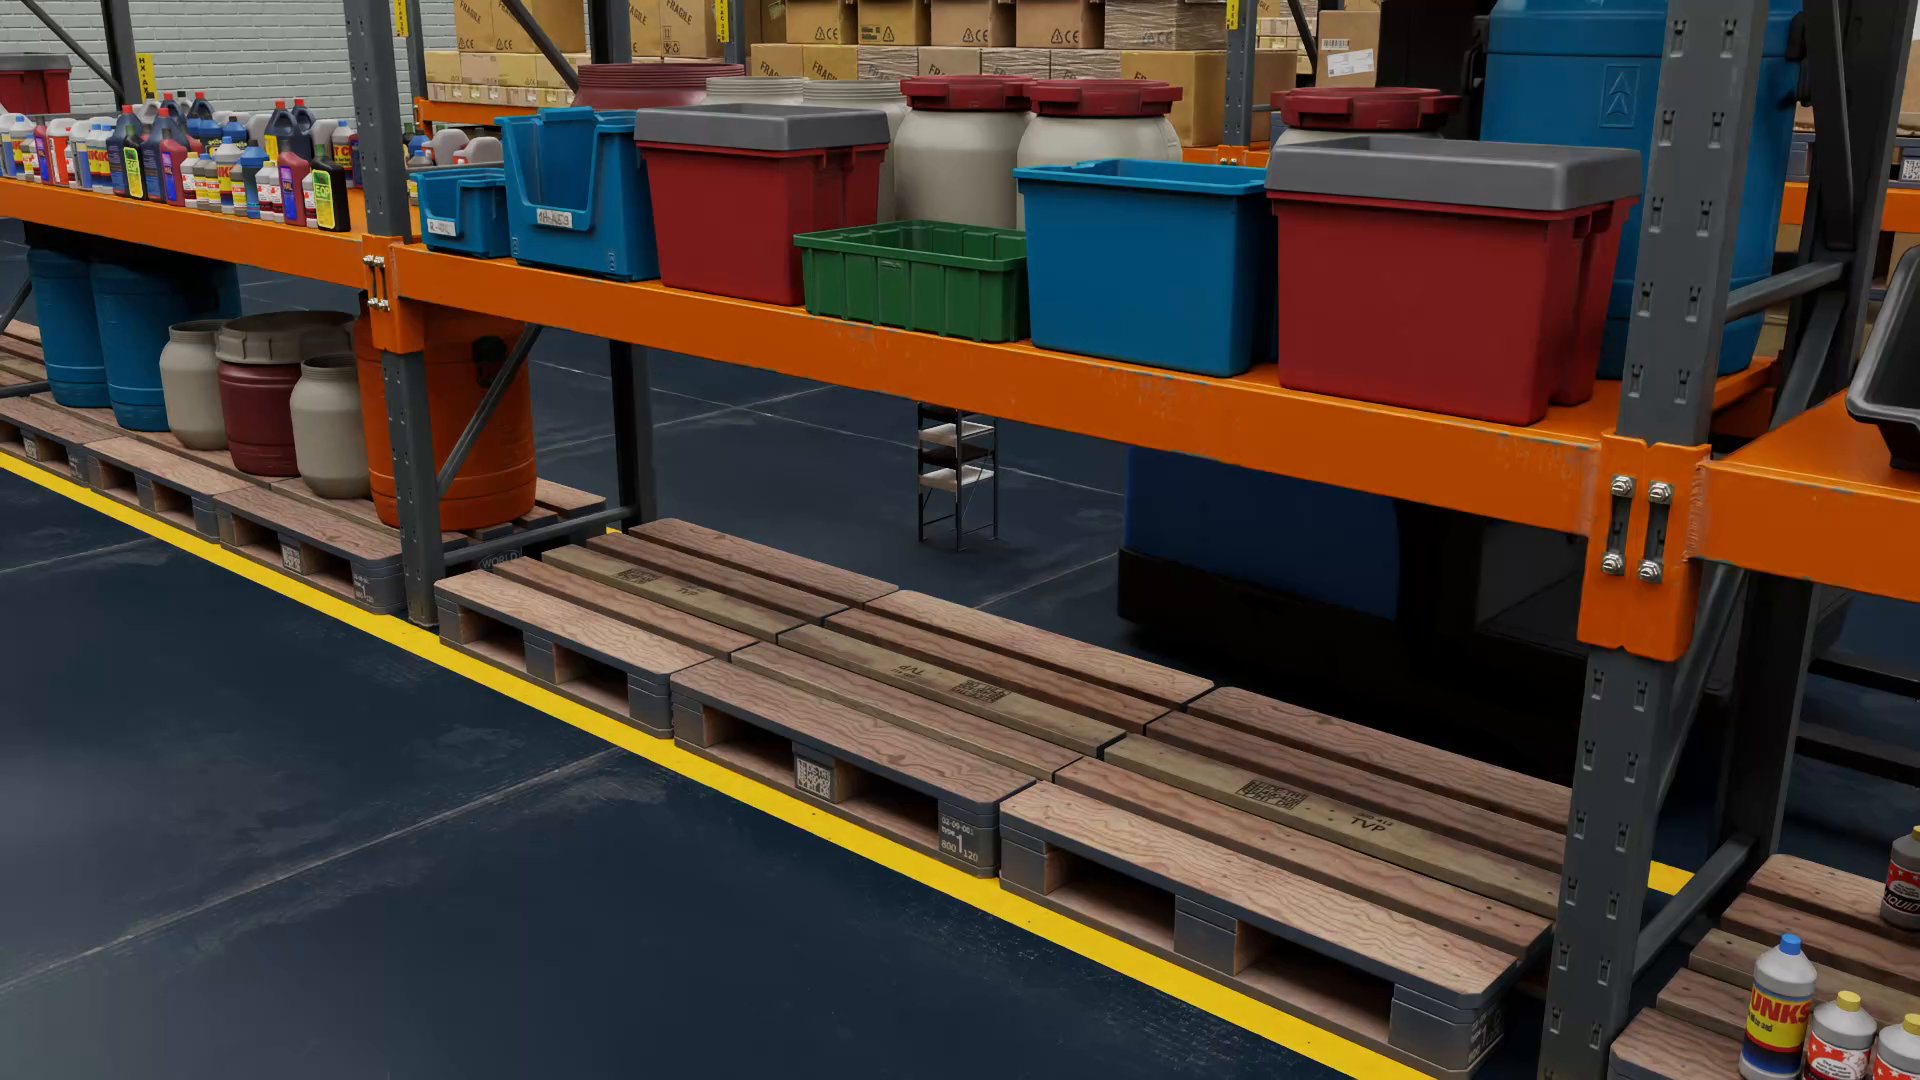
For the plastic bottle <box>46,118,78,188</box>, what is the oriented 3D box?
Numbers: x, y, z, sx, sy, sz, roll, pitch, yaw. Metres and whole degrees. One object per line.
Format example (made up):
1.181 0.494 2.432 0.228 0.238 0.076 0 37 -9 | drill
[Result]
-3.724 -1.626 6.981 0.135 0.276 0.152 15 23 39 | plastic bottle

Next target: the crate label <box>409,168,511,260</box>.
-1.452 -0.998 5.073 0.416 0.233 0.303 15 23 39 | crate label

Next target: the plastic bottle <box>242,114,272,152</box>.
-3.076 -1.737 7.330 0.135 0.276 0.152 15 23 39 | plastic bottle

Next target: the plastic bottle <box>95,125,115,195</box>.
-3.409 -1.528 6.680 0.097 0.271 0.097 0 18 0 | plastic bottle

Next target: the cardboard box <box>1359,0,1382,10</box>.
4.820 -5.969 18.643 0.500 0.500 0.500 15 23 39 | cardboard box

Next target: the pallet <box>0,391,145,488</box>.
-3.960 -0.557 8.016 1.213 0.211 1.003 15 23 39 | pallet

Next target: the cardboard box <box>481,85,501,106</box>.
-3.587 -3.553 13.265 0.250 0.149 0.380 15 23 38 | cardboard box

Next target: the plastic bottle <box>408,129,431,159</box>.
-2.082 -1.454 6.448 0.097 0.271 0.097 0 18 0 | plastic bottle

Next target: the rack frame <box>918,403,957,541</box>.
-0.082 -0.451 6.545 0.006 0.900 0.240 15 23 39 | rack frame

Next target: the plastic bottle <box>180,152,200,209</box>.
-2.860 -1.347 6.227 0.097 0.201 0.097 0 18 0 | plastic bottle

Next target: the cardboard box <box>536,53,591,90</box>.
-2.874 -3.578 12.685 0.500 0.250 0.500 14 23 38 | cardboard box

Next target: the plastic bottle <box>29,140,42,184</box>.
-3.929 -1.634 7.130 0.097 0.201 0.097 0 18 0 | plastic bottle

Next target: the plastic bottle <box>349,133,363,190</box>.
-2.461 -1.594 6.867 0.133 0.283 0.061 15 23 39 | plastic bottle

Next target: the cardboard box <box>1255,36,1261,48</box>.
2.524 -4.208 14.142 0.250 0.149 0.380 16 23 41 | cardboard box

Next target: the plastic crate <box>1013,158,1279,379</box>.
0.442 -0.587 3.530 0.575 0.384 0.392 15 23 39 | plastic crate

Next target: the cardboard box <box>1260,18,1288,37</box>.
2.723 -4.296 13.927 0.250 0.149 0.380 15 23 39 | cardboard box

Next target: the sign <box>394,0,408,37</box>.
-4.587 -4.300 13.639 0.005 0.325 0.100 15 23 39 | sign

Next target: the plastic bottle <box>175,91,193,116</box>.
-3.605 -1.916 7.772 0.185 0.351 0.144 15 23 39 | plastic bottle

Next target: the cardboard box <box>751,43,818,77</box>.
-1.044 -3.069 11.159 0.500 0.500 0.500 15 23 39 | cardboard box

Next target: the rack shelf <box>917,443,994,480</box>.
-0.006 -0.313 6.518 0.200 0.077 0.258 15 23 39 | rack shelf

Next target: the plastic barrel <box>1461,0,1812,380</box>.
1.386 -0.829 3.436 0.708 0.901 0.600 15 23 39 | plastic barrel

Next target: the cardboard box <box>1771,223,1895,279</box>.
6.189 -2.280 11.861 0.750 0.750 1.050 15 23 40 | cardboard box

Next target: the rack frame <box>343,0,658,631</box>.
-1.518 -1.247 5.582 0.127 3.000 1.000 15 23 39 | rack frame

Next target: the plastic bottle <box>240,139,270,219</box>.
-2.496 -1.283 5.908 0.097 0.271 0.097 0 18 0 | plastic bottle

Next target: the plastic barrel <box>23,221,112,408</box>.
-4.114 -1.137 8.010 0.708 0.901 0.600 15 23 39 | plastic barrel

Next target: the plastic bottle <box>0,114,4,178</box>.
-4.248 -1.753 7.390 0.097 0.271 0.097 0 18 0 | plastic bottle

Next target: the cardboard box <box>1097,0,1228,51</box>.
1.234 -3.044 9.420 0.637 0.503 0.797 16 24 41 | cardboard box

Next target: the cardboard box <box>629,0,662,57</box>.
-2.115 -3.732 11.928 0.500 0.500 0.500 15 23 40 | cardboard box

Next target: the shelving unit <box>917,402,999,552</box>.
-0.006 -0.431 6.481 0.210 0.900 0.258 15 23 39 | shelving unit

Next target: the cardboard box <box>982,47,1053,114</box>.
0.476 -2.663 9.879 0.500 0.500 0.500 14 22 38 | cardboard box

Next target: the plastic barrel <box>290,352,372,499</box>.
-2.377 -0.449 6.485 0.421 0.512 0.421 0 18 0 | plastic barrel

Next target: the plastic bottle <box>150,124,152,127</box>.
-3.241 -1.541 6.722 0.097 0.271 0.097 0 18 0 | plastic bottle

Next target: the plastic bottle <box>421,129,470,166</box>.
-1.973 -1.441 6.397 0.135 0.276 0.152 15 23 39 | plastic bottle

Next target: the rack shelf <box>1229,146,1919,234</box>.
3.266 -1.623 7.956 4.000 0.370 1.077 15 23 39 | rack shelf

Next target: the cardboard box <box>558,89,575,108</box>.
-2.819 -3.347 12.615 0.250 0.149 0.380 16 23 40 | cardboard box

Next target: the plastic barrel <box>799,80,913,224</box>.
-0.292 -1.057 4.800 0.421 0.512 0.421 0 18 0 | plastic barrel

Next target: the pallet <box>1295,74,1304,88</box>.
2.621 -3.995 14.557 1.213 0.211 1.003 15 23 39 | pallet

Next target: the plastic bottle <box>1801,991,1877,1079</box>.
1.497 0.864 2.829 0.097 0.201 0.097 0 18 0 | plastic bottle

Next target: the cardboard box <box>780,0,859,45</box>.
-0.739 -3.570 11.078 0.637 0.503 0.797 14 23 38 | cardboard box

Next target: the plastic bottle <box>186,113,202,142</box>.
-3.419 -1.776 7.462 0.097 0.271 0.097 0 18 0 | plastic bottle

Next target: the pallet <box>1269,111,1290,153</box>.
2.373 -2.157 8.767 1.003 0.211 1.213 15 23 39 | pallet

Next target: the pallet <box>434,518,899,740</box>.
-0.964 0.247 5.486 1.213 0.211 1.003 15 23 39 | pallet

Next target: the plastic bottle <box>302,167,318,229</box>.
-2.178 -1.164 5.650 0.097 0.201 0.097 0 18 0 | plastic bottle

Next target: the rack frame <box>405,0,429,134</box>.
-4.214 -3.974 14.174 0.127 3.000 1.000 15 23 39 | rack frame

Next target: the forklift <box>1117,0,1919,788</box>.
1.946 -0.881 4.544 3.031 2.935 1.130 16 24 41 | forklift
